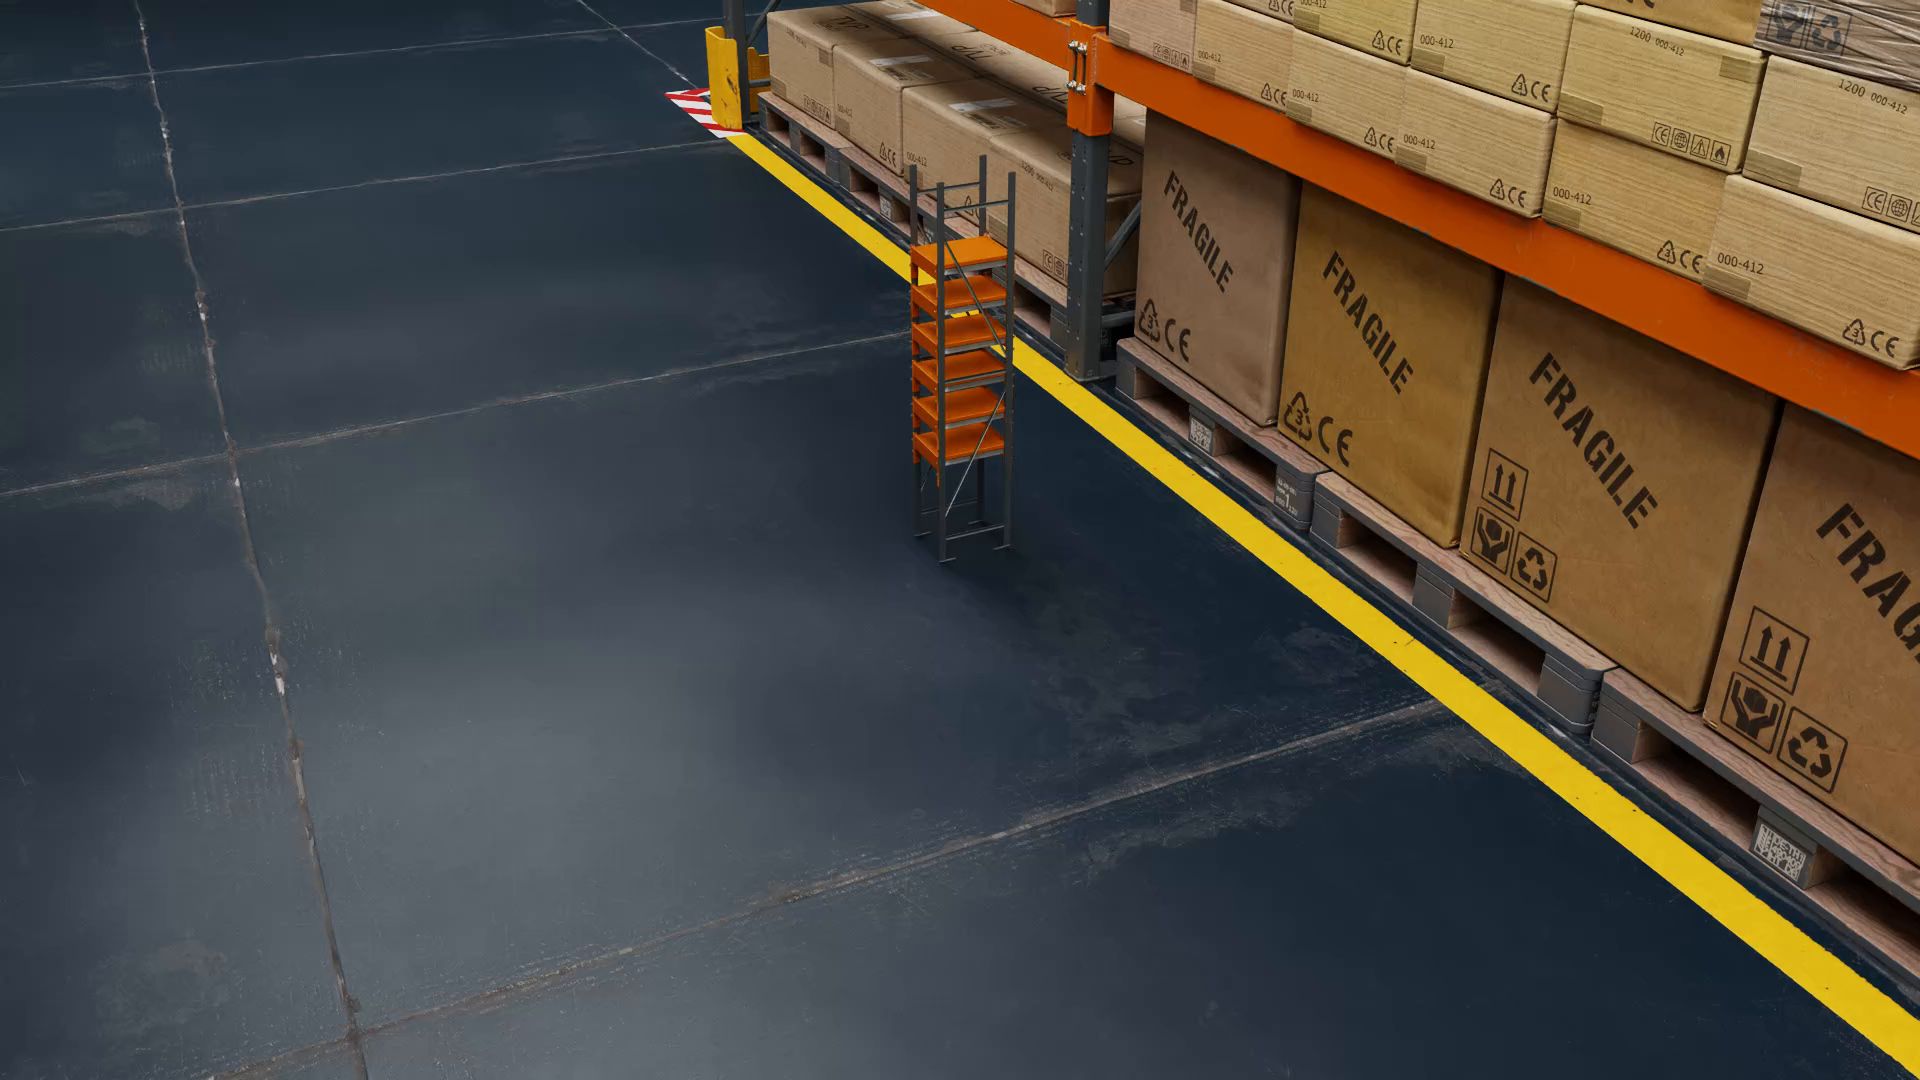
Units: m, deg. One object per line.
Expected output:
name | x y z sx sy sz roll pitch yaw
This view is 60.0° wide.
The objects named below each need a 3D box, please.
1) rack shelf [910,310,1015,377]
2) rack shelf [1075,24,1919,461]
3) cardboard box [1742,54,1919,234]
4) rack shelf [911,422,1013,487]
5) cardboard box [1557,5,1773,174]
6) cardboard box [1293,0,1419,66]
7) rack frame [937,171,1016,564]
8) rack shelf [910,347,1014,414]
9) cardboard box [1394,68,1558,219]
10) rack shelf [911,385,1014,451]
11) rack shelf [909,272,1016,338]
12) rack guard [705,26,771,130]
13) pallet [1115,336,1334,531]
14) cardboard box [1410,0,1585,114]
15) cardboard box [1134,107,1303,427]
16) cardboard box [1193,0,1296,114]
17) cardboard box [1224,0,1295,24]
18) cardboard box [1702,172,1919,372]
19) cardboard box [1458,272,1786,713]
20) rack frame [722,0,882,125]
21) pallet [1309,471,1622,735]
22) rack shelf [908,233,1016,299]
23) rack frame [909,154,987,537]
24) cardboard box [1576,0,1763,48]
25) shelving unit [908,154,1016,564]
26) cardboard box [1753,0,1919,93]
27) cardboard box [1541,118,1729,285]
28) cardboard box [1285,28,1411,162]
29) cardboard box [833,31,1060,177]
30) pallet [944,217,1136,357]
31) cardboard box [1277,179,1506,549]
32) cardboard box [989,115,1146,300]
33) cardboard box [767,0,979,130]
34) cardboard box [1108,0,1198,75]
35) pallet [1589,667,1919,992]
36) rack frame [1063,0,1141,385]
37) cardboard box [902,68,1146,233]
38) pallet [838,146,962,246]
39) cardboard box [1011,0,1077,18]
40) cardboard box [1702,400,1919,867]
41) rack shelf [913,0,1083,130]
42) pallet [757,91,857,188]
rack shelf | 0.006 -0.583 4.908 0.258 0.103 0.180 -13 32 -22
rack shelf | 1.735 -0.831 4.400 1.077 0.370 4.000 -13 32 -22
cardboard box | 1.933 -0.800 3.252 0.500 0.250 0.500 -14 32 -23
rack shelf | 0.006 -0.269 5.084 0.258 0.103 0.180 -13 32 -22
cardboard box | 1.695 -1.022 3.647 0.500 0.250 0.500 -14 32 -23
cardboard box | 1.253 -1.474 4.454 0.500 0.250 0.500 -13 32 -21
rack frame | 0.046 -0.477 4.873 0.240 1.200 0.006 -13 32 -22
rack shelf | 0.006 -0.478 4.967 0.258 0.103 0.180 -13 32 -22
cardboard box | 1.462 -1.032 4.177 0.500 0.250 0.500 -14 32 -23
rack shelf | 0.006 -0.374 5.026 0.258 0.103 0.180 -13 32 -22
rack shelf | 0.006 -0.688 4.849 0.258 0.103 0.180 -13 32 -22
rack guard | -0.851 -2.715 9.581 1.175 0.500 0.348 -13 32 -22
pallet | 1.276 -0.487 5.902 1.003 0.211 1.213 -13 32 -22
cardboard box | 1.471 -1.251 4.056 0.500 0.250 0.500 -14 32 -23
cardboard box | 1.215 -1.027 5.758 0.875 0.875 0.875 -12 31 -20
cardboard box | 1.051 -1.484 4.984 0.500 0.250 0.500 -14 32 -23
cardboard box | 1.060 -1.702 4.861 0.500 0.250 0.500 -13 32 -21
cardboard box | 1.909 -0.587 3.383 0.500 0.250 0.500 -13 32 -21
cardboard box | 1.993 -0.235 4.345 0.875 0.875 0.875 -13 32 -21
rack frame | -0.841 -3.795 8.951 1.000 3.000 0.127 -13 32 -22
pallet | 1.804 0.053 4.939 1.003 0.211 1.213 -13 32 -22
rack shelf | 0.006 -0.792 4.791 0.258 0.103 0.180 -13 32 -22
rack frame | -0.033 -0.557 5.017 0.240 1.200 0.006 -13 32 -22
cardboard box | 1.701 -1.360 3.484 0.500 0.500 0.500 -13 32 -22
shelving unit | 0.006 -0.517 4.945 0.258 1.200 0.189 -13 32 -22
cardboard box | 1.908 -1.139 3.090 0.500 0.500 0.500 -13 32 -21
cardboard box | 1.707 -0.813 3.786 0.500 0.250 0.500 -13 32 -22
cardboard box | 1.256 -1.255 4.574 0.500 0.250 0.500 -13 32 -22
cardboard box | -0.067 -2.187 8.274 0.875 0.438 0.875 -12 32 -21
pallet | 0.621 -1.164 7.110 1.003 0.211 1.213 -13 32 -22
cardboard box | 1.610 -0.630 5.049 0.875 0.875 0.875 -12 31 -21
cardboard box | 0.704 -1.393 6.858 0.875 0.438 0.875 -14 32 -23
cardboard box | -0.467 -2.590 8.992 0.875 0.438 0.875 -14 32 -24
cardboard box | 0.827 -1.713 5.391 0.500 0.250 0.500 -14 32 -23
pallet | 2.323 0.591 3.980 1.003 0.211 1.213 -13 32 -22
rack frame | 0.877 -2.028 5.799 1.000 3.000 0.127 -13 32 -22
cardboard box | 0.319 -1.789 7.563 0.875 0.438 0.875 -14 32 -23
pallet | 0.093 -1.704 8.072 1.003 0.211 1.213 -13 32 -22
cardboard box | 0.447 -2.223 6.045 0.500 0.500 0.500 -13 32 -22
cardboard box | 2.372 0.160 3.641 0.875 0.875 0.875 -13 32 -22
rack shelf | 0.018 -2.598 7.551 1.077 0.370 4.000 -13 32 -22
pallet | -0.427 -2.242 9.032 1.003 0.211 1.213 -13 32 -22
